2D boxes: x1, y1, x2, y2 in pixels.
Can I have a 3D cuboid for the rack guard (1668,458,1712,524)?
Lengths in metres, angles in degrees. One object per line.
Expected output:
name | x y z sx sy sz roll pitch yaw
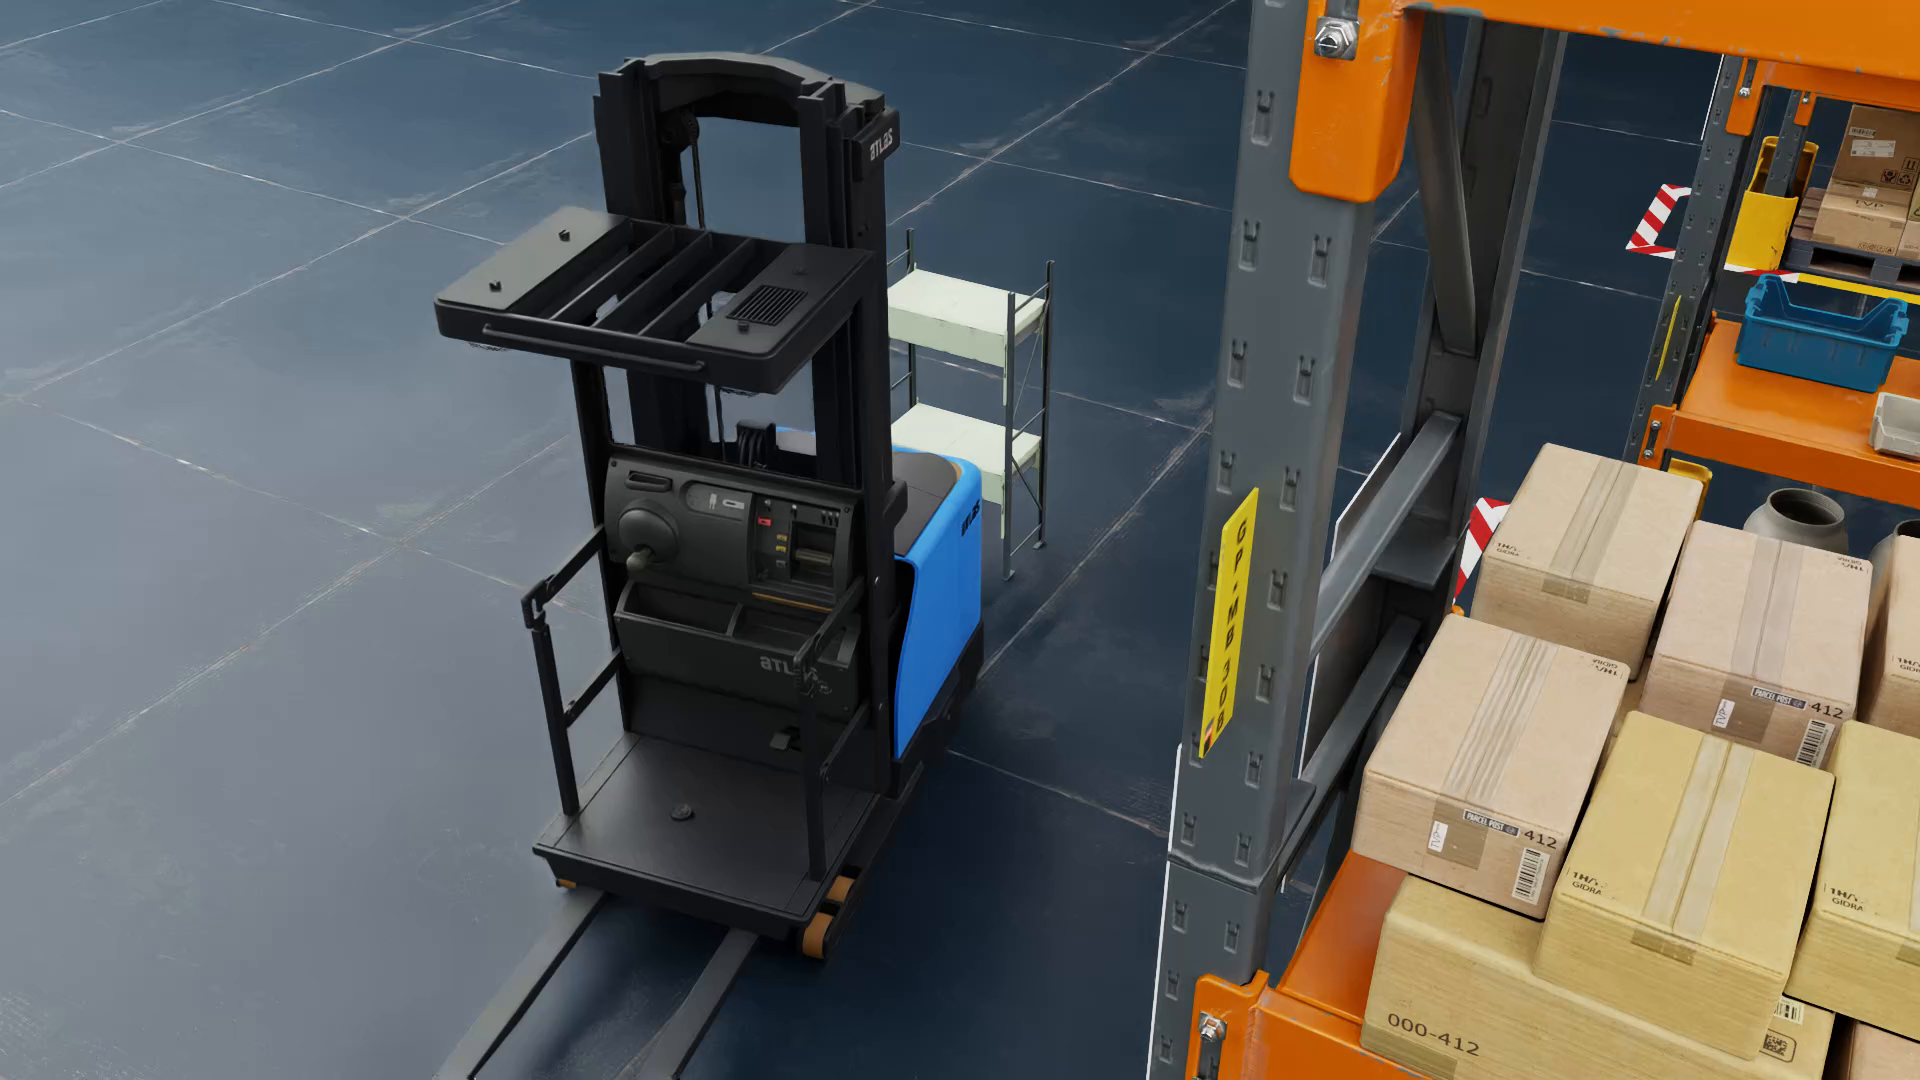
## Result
rack guard | 3.123 0.105 7.641 0.348 0.500 1.175 18 37 24

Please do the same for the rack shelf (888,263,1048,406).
rack shelf | -0.006 -0.951 7.621 0.720 0.370 0.431 18 37 24

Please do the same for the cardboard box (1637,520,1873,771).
cardboard box | 1.140 0.152 2.385 0.250 0.149 0.380 16 37 23

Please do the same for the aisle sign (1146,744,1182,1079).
aisle sign | 0.374 0.495 2.455 0.004 0.787 0.394 18 37 24

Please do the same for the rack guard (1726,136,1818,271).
rack guard | 5.474 -2.283 11.227 0.348 0.500 1.175 18 37 24

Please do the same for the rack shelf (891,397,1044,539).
rack shelf | -0.006 -0.355 8.018 0.720 0.370 0.431 18 37 24

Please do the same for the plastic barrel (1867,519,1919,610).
plastic barrel | 4.079 0.209 7.096 0.421 0.512 0.421 0 34 0

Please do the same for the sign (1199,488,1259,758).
sign | 0.307 0.099 1.901 0.005 0.325 0.100 18 37 24

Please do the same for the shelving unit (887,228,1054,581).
shelving unit | -0.006 -0.626 7.837 0.755 1.500 0.431 18 37 24

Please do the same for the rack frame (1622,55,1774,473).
rack frame | 3.034 -0.934 6.946 0.127 3.000 1.000 18 37 24

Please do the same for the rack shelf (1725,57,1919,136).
rack shelf | 4.771 -1.333 5.488 4.000 0.370 1.077 18 37 24

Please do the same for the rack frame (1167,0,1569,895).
rack frame | 0.577 -1.047 1.704 0.127 3.000 1.000 18 37 24

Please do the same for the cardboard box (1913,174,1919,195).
cardboard box | 6.547 -2.210 10.964 0.500 0.250 0.500 18 37 24

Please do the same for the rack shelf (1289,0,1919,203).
rack shelf | 2.313 -0.197 1.078 4.000 0.370 1.077 18 37 24

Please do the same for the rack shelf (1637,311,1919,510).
rack shelf | 4.771 -0.084 6.319 4.000 0.370 1.077 18 37 24

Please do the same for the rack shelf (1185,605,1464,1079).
rack shelf | 2.313 1.051 1.909 4.000 0.370 1.077 18 37 24

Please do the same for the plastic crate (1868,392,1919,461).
plastic crate | 3.651 -0.423 6.417 0.250 0.136 0.298 18 37 24

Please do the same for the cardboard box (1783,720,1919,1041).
cardboard box | 1.158 0.413 1.993 0.250 0.149 0.380 17 37 24

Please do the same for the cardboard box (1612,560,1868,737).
cardboard box | 1.121 0.274 2.561 0.500 0.250 0.500 18 38 25

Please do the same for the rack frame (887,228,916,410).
rack frame | -0.324 -0.727 7.988 0.023 1.500 0.400 18 37 24

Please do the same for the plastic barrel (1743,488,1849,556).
plastic barrel | 3.643 0.071 7.303 0.421 0.512 0.421 0 34 0

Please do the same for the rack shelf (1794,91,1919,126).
rack shelf | 7.232 -2.467 9.897 4.000 0.370 1.077 18 37 24

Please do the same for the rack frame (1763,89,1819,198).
rack frame | 5.495 -3.316 10.524 0.127 3.000 1.000 18 37 24

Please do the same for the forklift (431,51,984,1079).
forklift | -0.872 0.028 5.564 1.130 2.935 3.031 11 35 16

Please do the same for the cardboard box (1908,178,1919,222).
cardboard box | 6.285 -2.268 10.375 0.500 0.500 0.500 18 37 24

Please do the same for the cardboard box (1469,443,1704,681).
cardboard box | 0.972 0.024 2.577 0.250 0.149 0.380 18 37 24

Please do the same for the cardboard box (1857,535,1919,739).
cardboard box | 1.432 0.174 2.351 0.250 0.149 0.380 16 37 22

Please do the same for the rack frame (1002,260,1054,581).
rack frame | 0.312 -0.525 7.686 0.023 1.500 0.400 18 37 24

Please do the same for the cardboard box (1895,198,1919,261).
cardboard box | 6.286 -1.956 10.584 0.500 0.250 0.500 18 37 24

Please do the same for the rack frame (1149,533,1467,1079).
rack frame | 0.577 1.450 3.367 0.127 3.000 1.000 18 37 24

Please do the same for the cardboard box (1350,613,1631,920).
cardboard box | 0.701 0.285 2.186 0.250 0.149 0.380 17 37 24

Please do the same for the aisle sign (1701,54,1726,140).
aisle sign | 2.826 -1.895 6.043 0.004 0.787 0.394 18 37 24

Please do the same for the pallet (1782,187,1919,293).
pallet | 6.180 -1.966 11.011 1.213 0.211 1.003 18 37 24

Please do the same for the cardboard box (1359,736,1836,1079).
cardboard box | 0.867 0.520 2.191 0.500 0.250 0.500 19 38 26

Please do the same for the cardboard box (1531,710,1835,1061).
cardboard box | 0.878 0.403 2.009 0.250 0.149 0.380 18 38 25

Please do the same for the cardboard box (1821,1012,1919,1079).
cardboard box | 1.317 0.659 1.983 0.500 0.250 0.500 17 37 23

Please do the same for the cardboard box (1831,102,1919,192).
cardboard box | 6.108 -2.655 10.955 0.500 0.500 0.500 18 37 24

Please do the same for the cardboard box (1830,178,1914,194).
cardboard box | 6.107 -2.341 11.162 0.500 0.250 0.500 18 37 24

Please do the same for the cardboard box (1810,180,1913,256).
cardboard box | 5.850 -2.092 10.787 0.500 0.250 0.500 18 37 24

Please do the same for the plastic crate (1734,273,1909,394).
plastic crate | 3.617 -0.878 6.997 0.616 0.251 0.499 18 37 24

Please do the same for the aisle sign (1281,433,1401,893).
aisle sign | 0.672 0.206 2.889 0.004 0.787 0.394 18 37 24

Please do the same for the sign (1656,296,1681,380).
sign | 2.757 -0.785 6.474 0.005 0.325 0.100 18 37 24
